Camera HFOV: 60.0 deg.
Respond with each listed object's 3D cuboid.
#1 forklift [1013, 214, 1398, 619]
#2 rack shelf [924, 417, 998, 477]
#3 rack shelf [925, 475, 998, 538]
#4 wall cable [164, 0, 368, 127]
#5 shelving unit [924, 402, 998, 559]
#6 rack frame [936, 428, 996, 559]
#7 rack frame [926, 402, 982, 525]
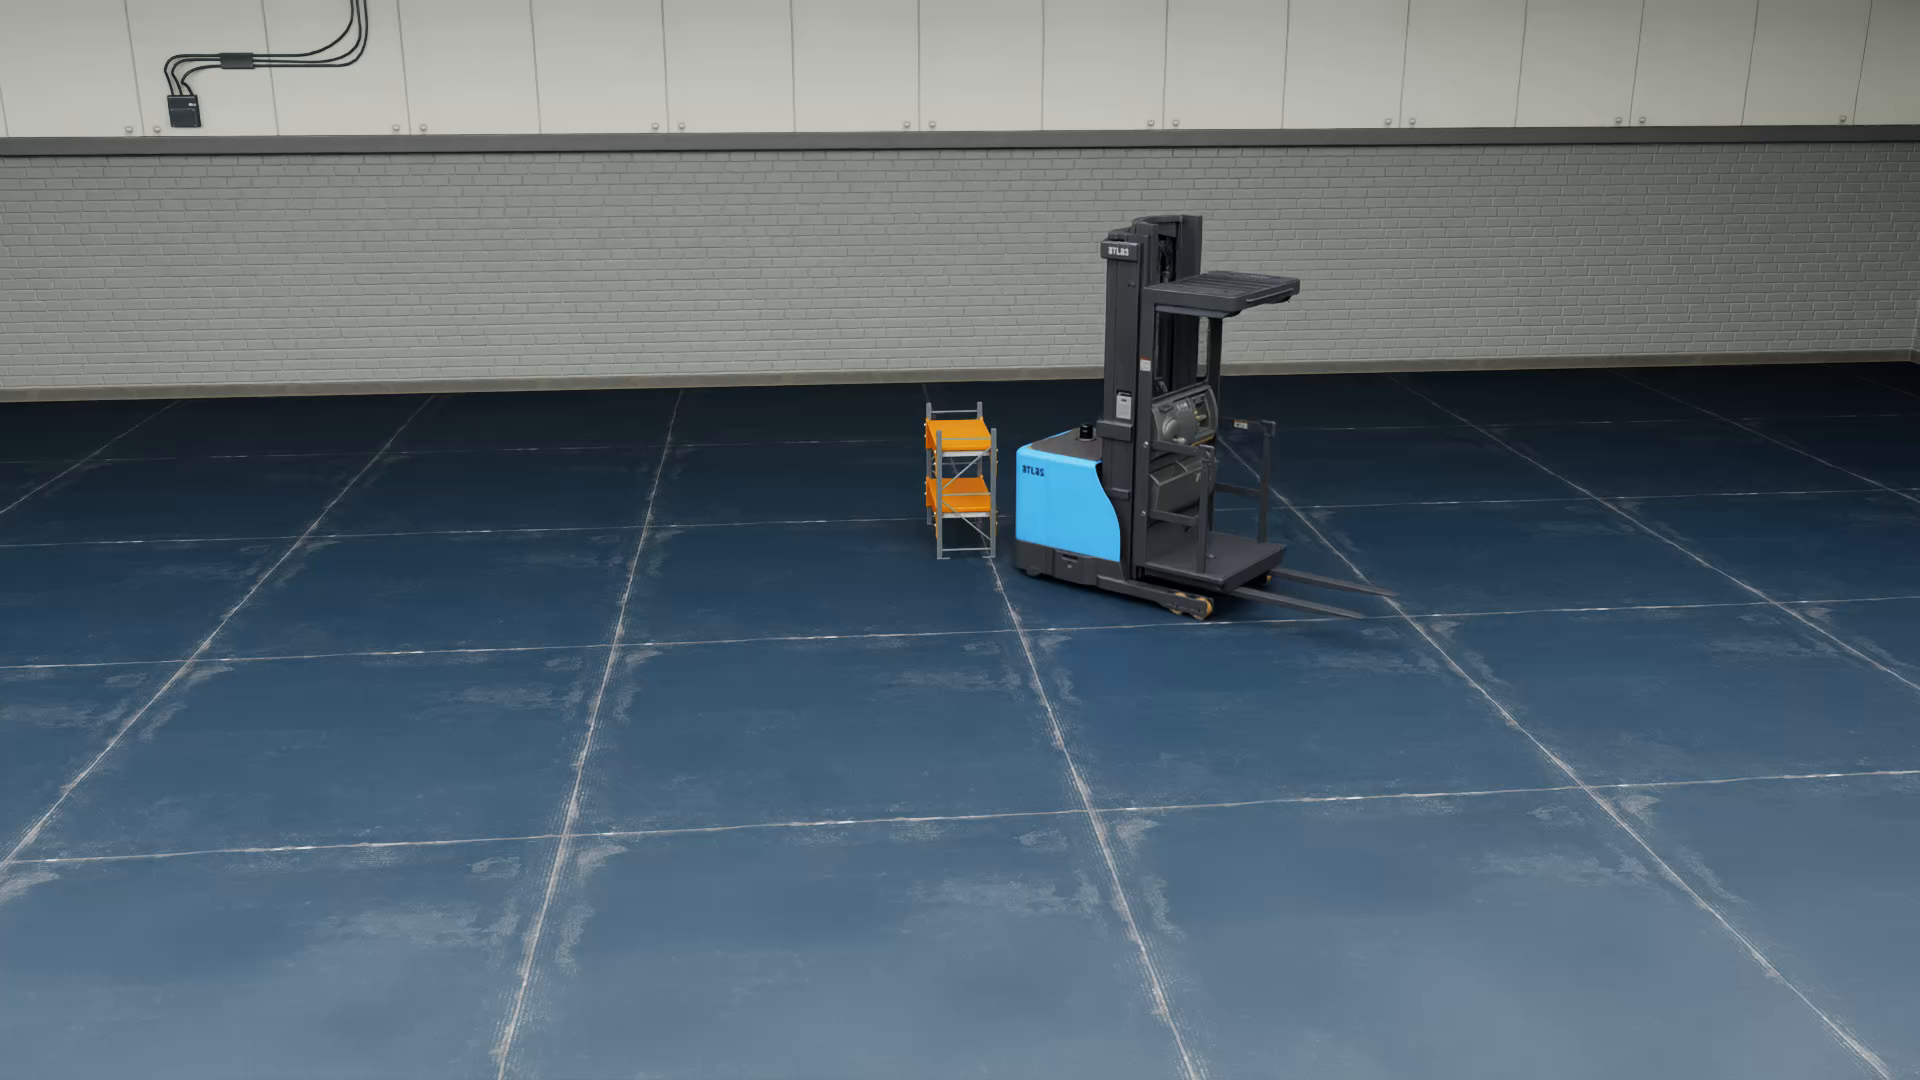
[{"bbox_3d":[1.923,-0.970,12.873,3.031,2.935,1.130,13,22,35],"label":"forklift"},{"bbox_3d":[0.001,-0.814,14.415,0.538,0.278,1.000,-2,18,-6],"label":"rack shelf"},{"bbox_3d":[0.001,-0.301,14.575,0.538,0.278,1.000,-2,18,-6],"label":"rack shelf"},{"bbox_3d":[-7.940,-7.665,18.390,2.305,6.003,0.169,-2,18,-6],"label":"wall cable"},{"bbox_3d":[0.001,-0.535,14.502,0.538,1.125,1.048,-2,18,-6],"label":"shelving unit"},{"bbox_3d":[0.053,-0.383,14.020,0.500,1.125,0.032,-2,18,-6],"label":"rack frame"},{"bbox_3d":[-0.052,-0.686,14.985,0.500,1.125,0.032,-2,18,-6],"label":"rack frame"}]
